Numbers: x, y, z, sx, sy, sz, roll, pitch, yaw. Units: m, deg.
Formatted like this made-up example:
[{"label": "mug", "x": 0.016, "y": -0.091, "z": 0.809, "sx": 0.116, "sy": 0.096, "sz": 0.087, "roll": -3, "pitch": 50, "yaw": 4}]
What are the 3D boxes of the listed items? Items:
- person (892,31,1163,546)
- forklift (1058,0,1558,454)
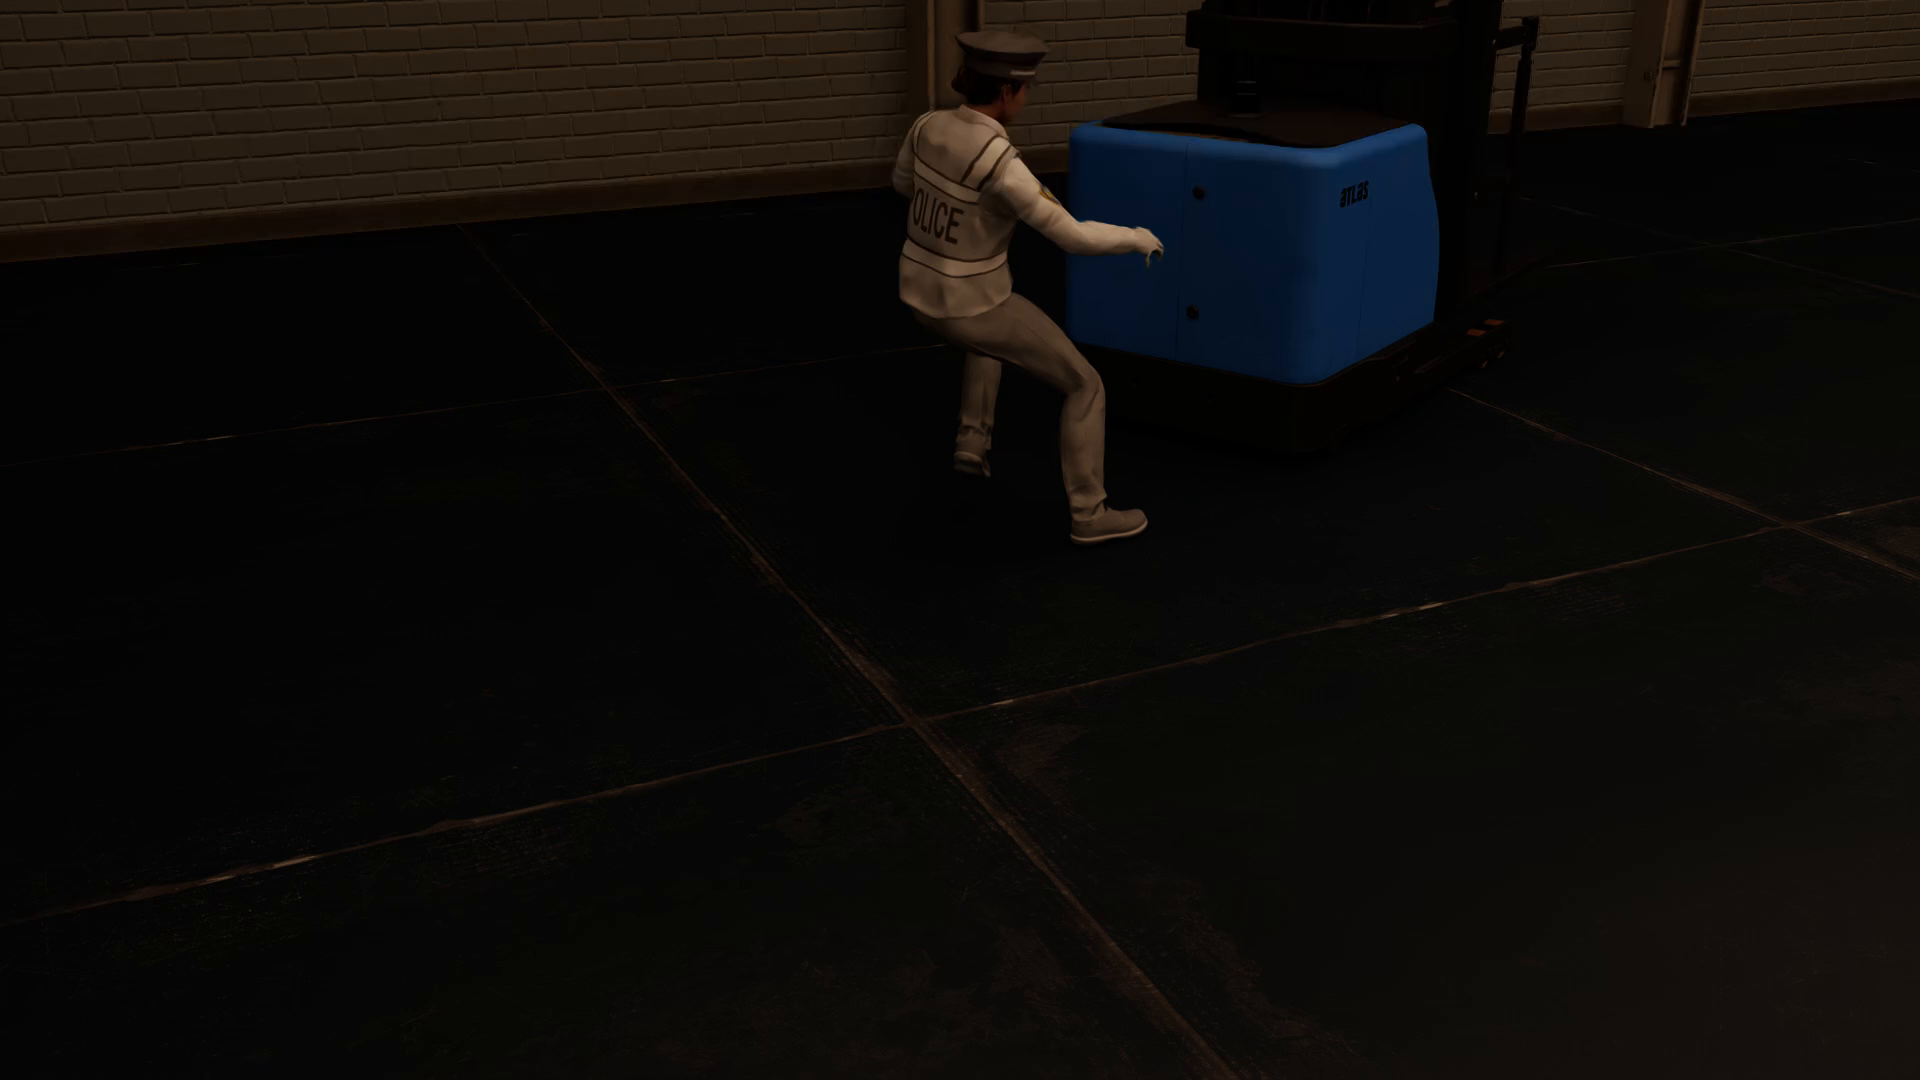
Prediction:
[{"label": "person", "x": 0.182, "y": -0.792, "z": 5.069, "sx": 0.690, "sy": 1.488, "sz": 0.857, "roll": -17, "pitch": 28, "yaw": -36}, {"label": "forklift", "x": 1.651, "y": -2.148, "z": 6.456, "sx": 1.130, "sy": 2.935, "sz": 3.031, "roll": 16, "pitch": 27, "yaw": 34}]
